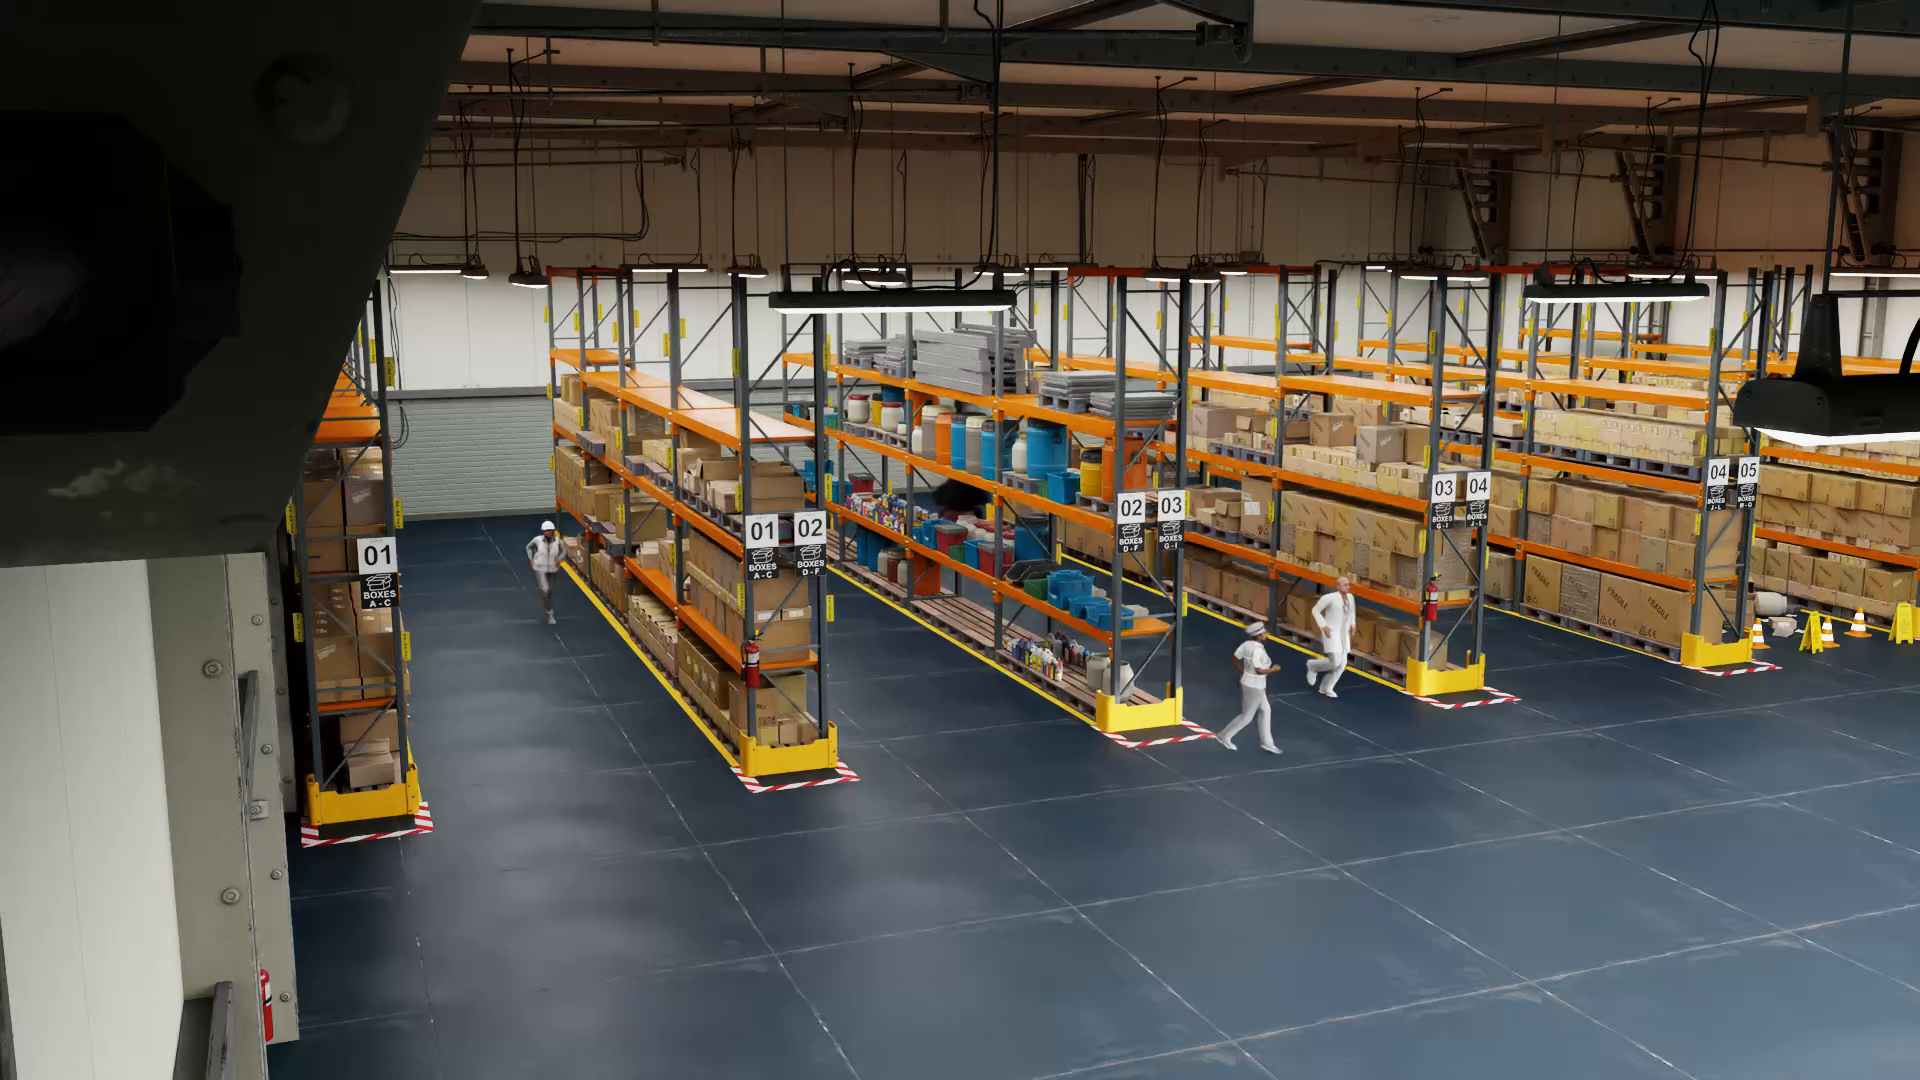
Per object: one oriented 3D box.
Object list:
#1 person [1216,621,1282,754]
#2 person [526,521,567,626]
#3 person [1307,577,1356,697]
[{"bbox_3d":[3.675,1.885,20.971,0.860,1.732,0.559,0,10,-1],"label":"person"},{"bbox_3d":[-7.102,0.520,28.594,0.658,1.784,0.950,-5,11,-25],"label":"person"},{"bbox_3d":[5.388,1.368,23.924,0.707,1.730,0.642,-6,12,-32],"label":"person"}]
